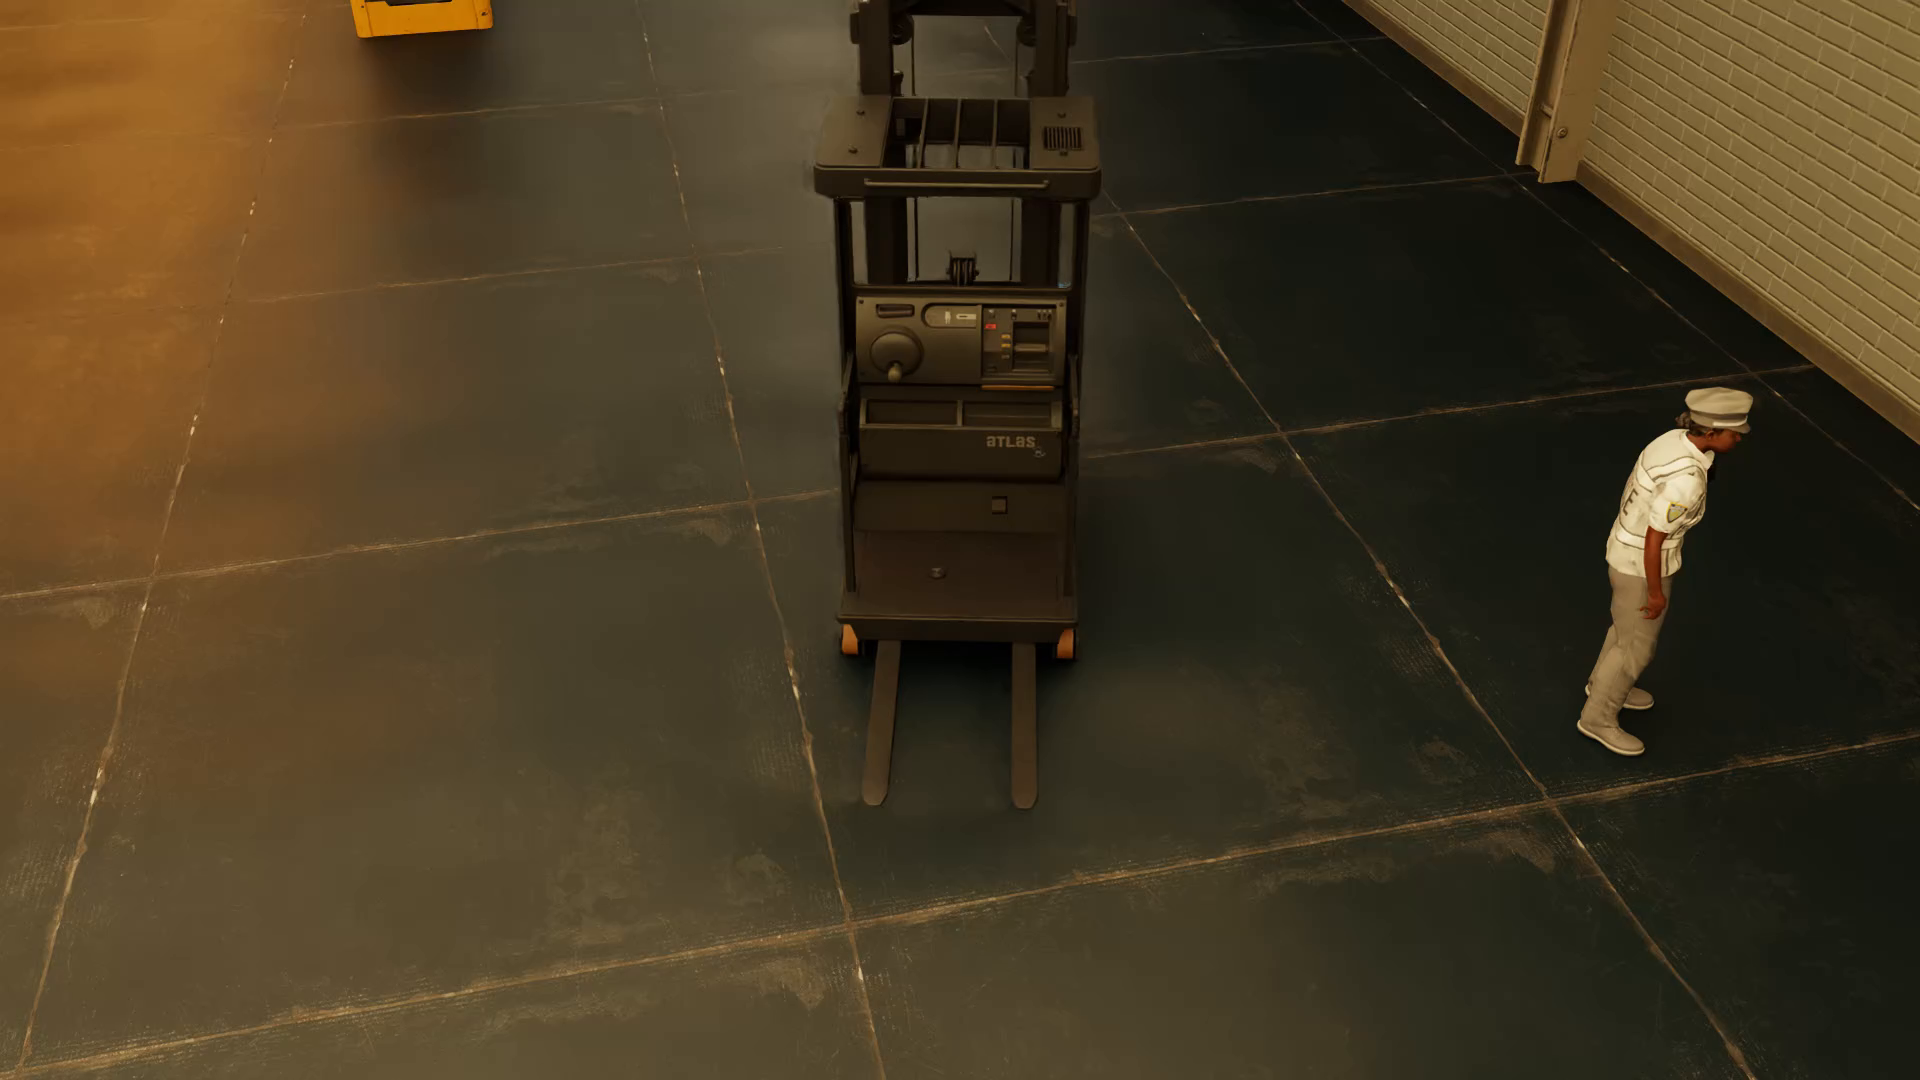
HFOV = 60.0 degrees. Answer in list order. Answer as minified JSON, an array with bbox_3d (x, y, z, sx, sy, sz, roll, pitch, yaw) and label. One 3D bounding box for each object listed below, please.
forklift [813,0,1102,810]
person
[{"bbox_3d":[0.001,-0.820,7.189,1.130,2.935,3.031,1,36,1],"label":"forklift"},{"bbox_3d":[2.916,0.109,6.990,0.398,1.659,0.529,14,38,18],"label":"person"}]
